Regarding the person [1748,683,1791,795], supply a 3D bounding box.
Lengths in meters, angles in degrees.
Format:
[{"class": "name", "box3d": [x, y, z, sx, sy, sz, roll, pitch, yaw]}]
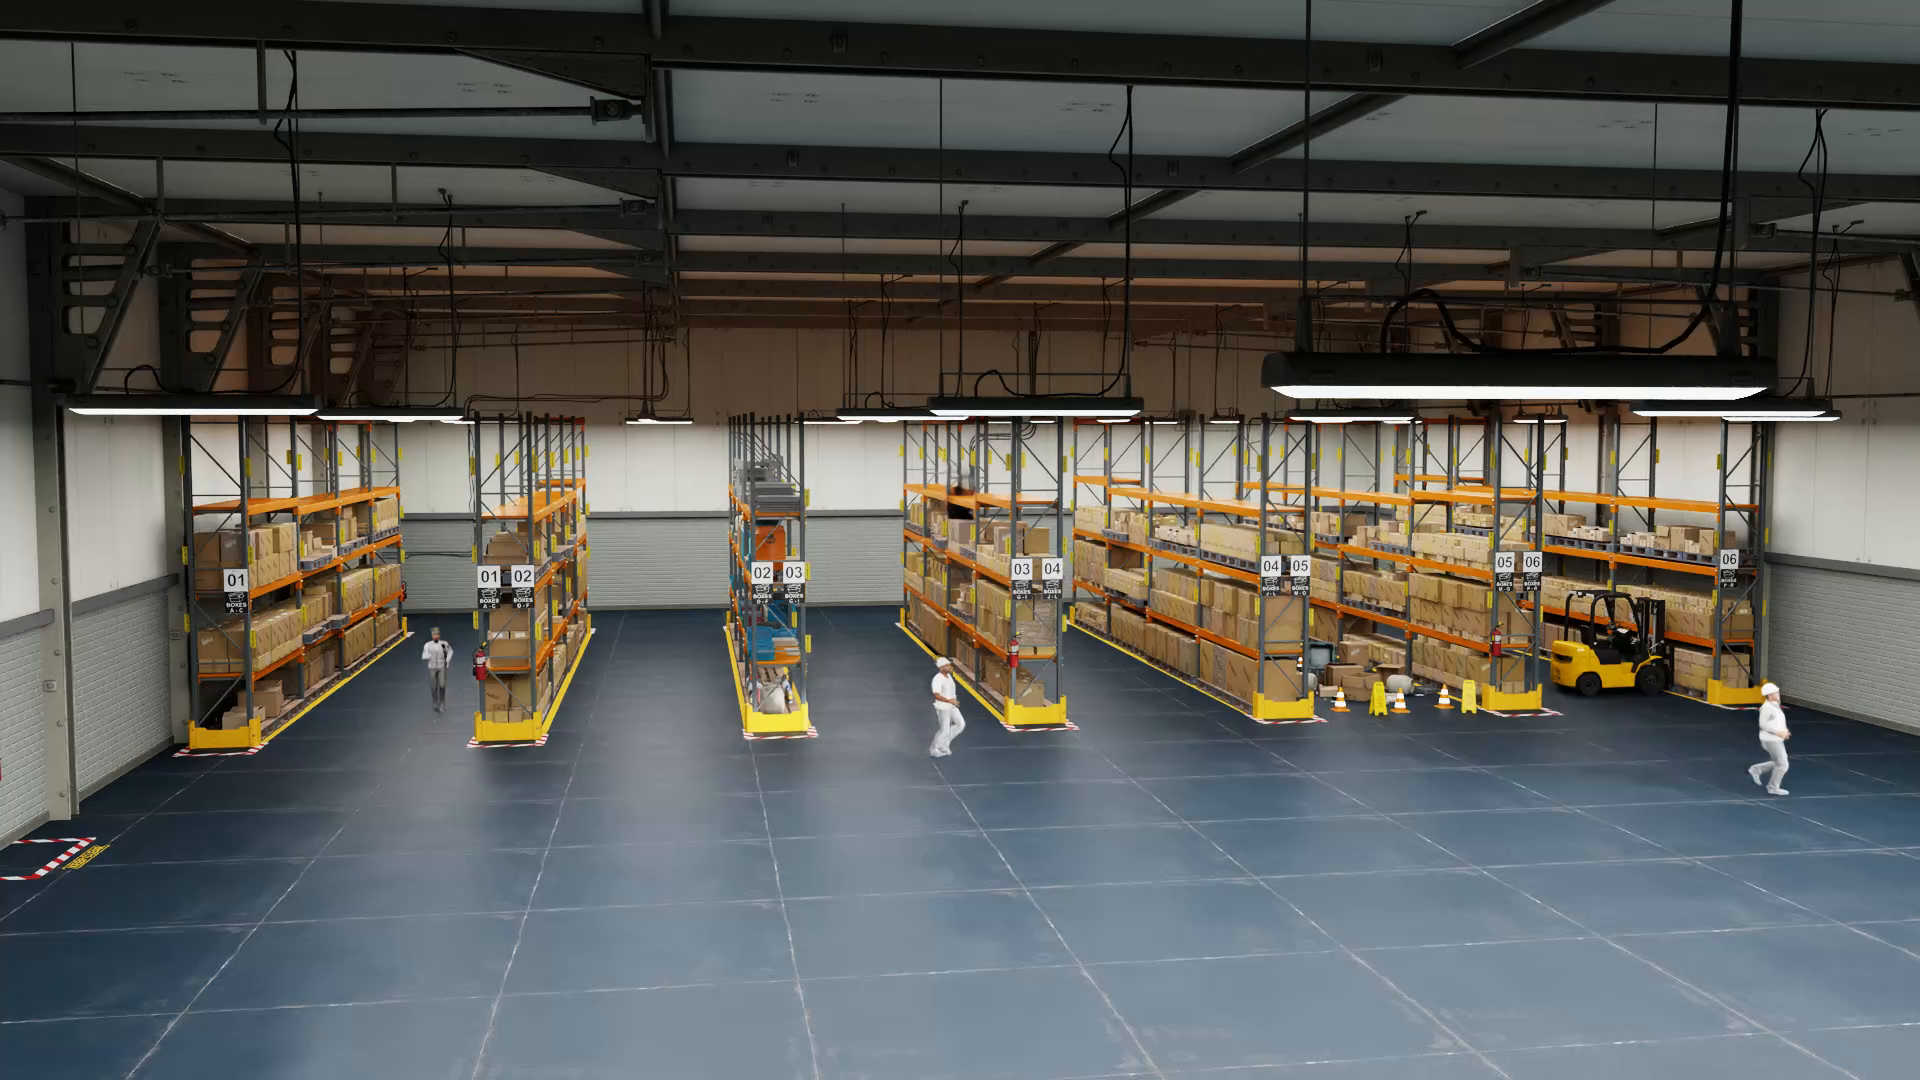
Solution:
[{"class": "person", "box3d": [12.628, 3.096, 25.938, 0.614, 1.722, 0.659, 3, 5, 36]}]

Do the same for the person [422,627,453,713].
[{"class": "person", "box3d": [-10.486, 2.611, 33.375, 0.592, 1.734, 0.684, -1, 4, -15]}]

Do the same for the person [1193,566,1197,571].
[{"class": "person", "box3d": [7.197, 1.470, 50.448, 0.810, 1.685, 0.621, -1, 4, -16]}]

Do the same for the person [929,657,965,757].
[{"class": "person", "box3d": [-0.235, 2.889, 28.810, 0.617, 1.725, 0.702, 2, 4, 24]}]

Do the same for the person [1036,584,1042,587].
[{"class": "person", "box3d": [2.020, 1.564, 48.571, 0.766, 1.726, 0.619, 3, 5, 36]}]
